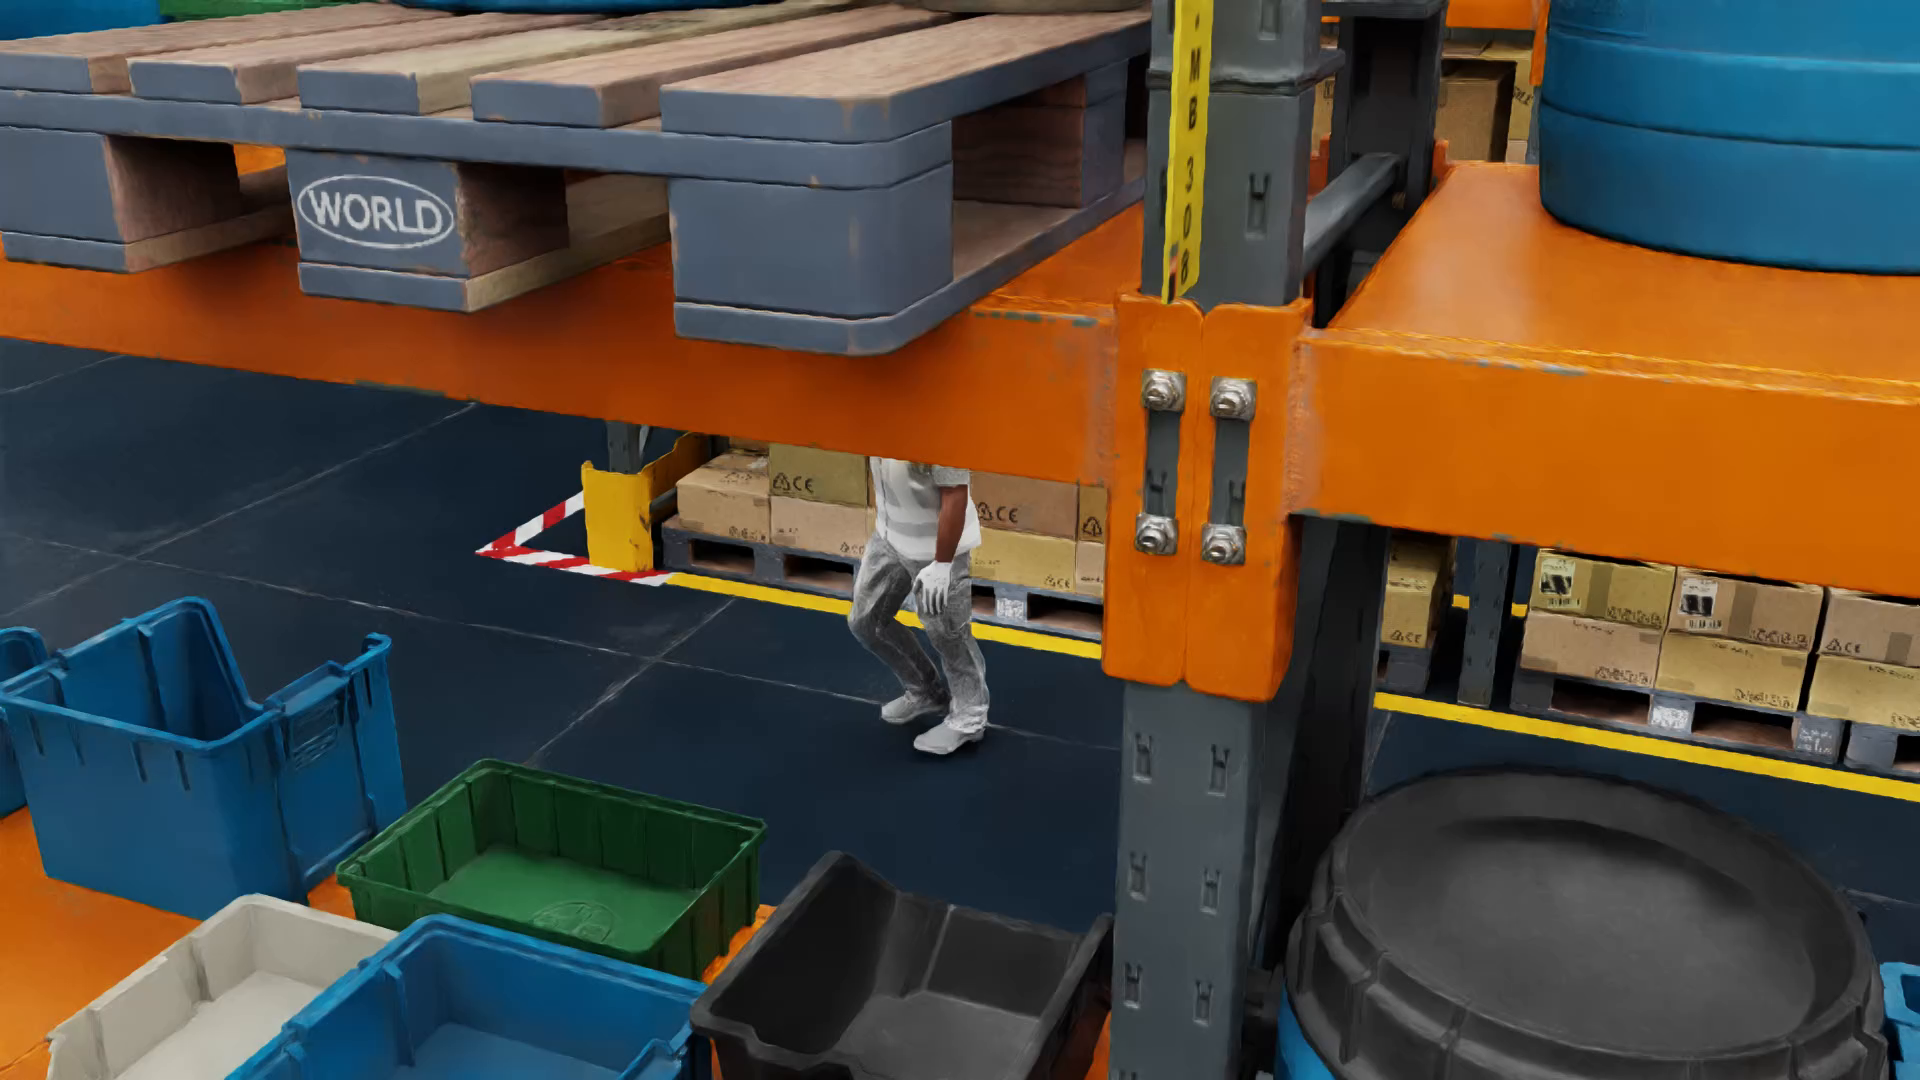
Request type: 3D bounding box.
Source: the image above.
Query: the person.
[{"bbox_3d":[-0.117,-0.009,6.017,0.503,1.765,0.634,-12,25,-27],"label":"person"}]
